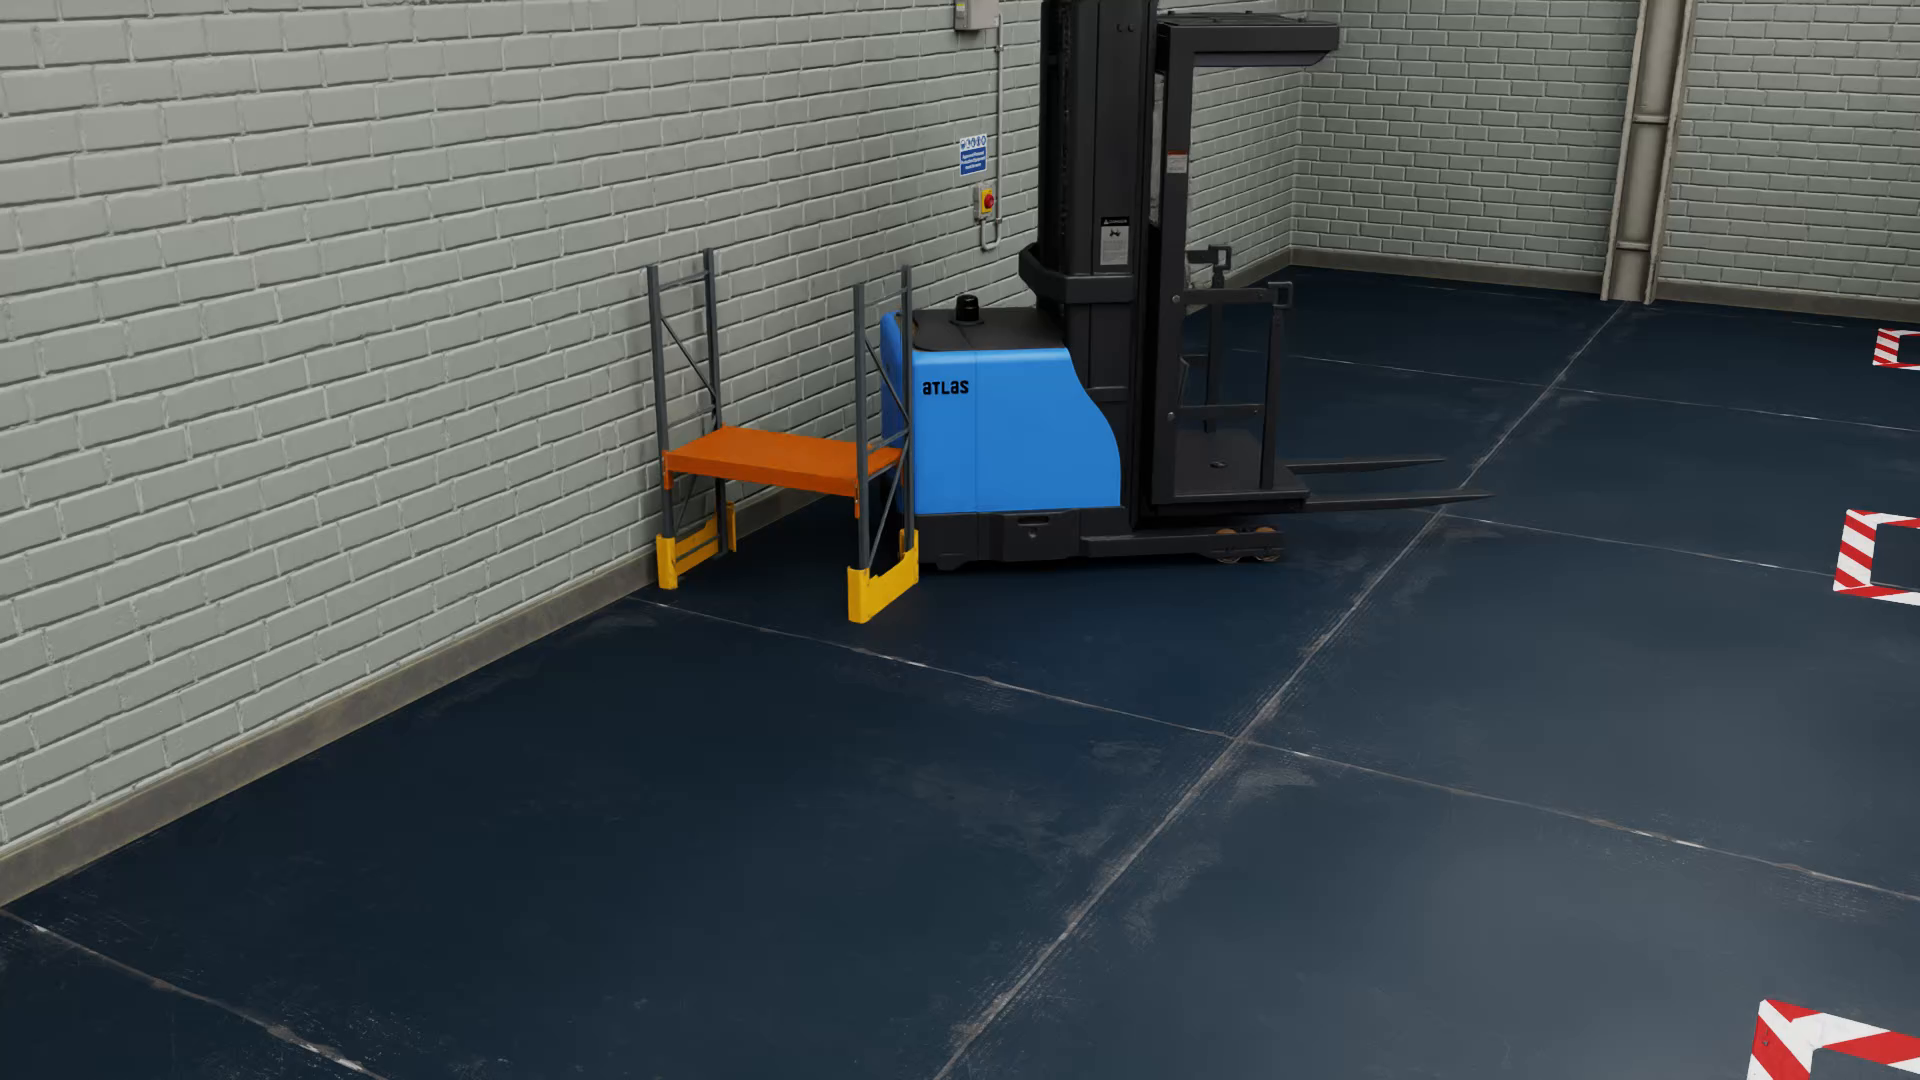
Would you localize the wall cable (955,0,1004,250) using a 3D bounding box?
[{"bbox_3d":[0.156,-2.658,9.758,0.123,1.953,0.585,11,23,27],"label":"wall cable"}]

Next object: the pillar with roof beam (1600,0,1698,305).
[{"bbox_3d":[3.494,-4.968,8.865,0.400,9.000,9.100,11,23,27],"label":"pillar with roof beam"}]

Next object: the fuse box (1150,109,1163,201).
[{"bbox_3d":[1.308,-2.161,11.813,0.414,1.711,0.539,11,23,27],"label":"fuse box"}]

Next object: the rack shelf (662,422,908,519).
[{"bbox_3d":[-0.791,-0.329,7.599,1.000,0.185,0.538,9,22,23],"label":"rack shelf"}]

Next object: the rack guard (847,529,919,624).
[{"bbox_3d":[-0.345,0.158,7.563,0.087,0.250,0.587,9,22,23],"label":"rack guard"}]

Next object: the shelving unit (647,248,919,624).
[{"bbox_3d":[-0.800,-0.499,7.541,1.083,1.500,0.587,9,22,23],"label":"shelving unit"}]

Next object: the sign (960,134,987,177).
[{"bbox_3d":[0.079,-2.288,9.879,0.001,0.218,0.327,11,23,27],"label":"sign"}]

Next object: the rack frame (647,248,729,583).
[{"bbox_3d":[-1.255,-0.569,7.733,0.032,1.500,0.500,9,22,23],"label":"rack frame"}]

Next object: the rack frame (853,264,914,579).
[{"bbox_3d":[-0.327,-0.427,7.343,0.032,1.500,0.500,9,22,23],"label":"rack frame"}]

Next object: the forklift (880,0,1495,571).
[{"bbox_3d":[1.142,-1.439,8.033,3.031,2.935,1.130,-3,20,-7],"label":"forklift"}]

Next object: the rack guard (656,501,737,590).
[{"bbox_3d":[-1.254,0.019,7.946,0.087,0.250,0.587,9,22,23],"label":"rack guard"}]

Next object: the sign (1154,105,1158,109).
[{"bbox_3d":[1.368,-2.903,12.110,0.001,0.494,0.329,11,23,27],"label":"sign"}]
